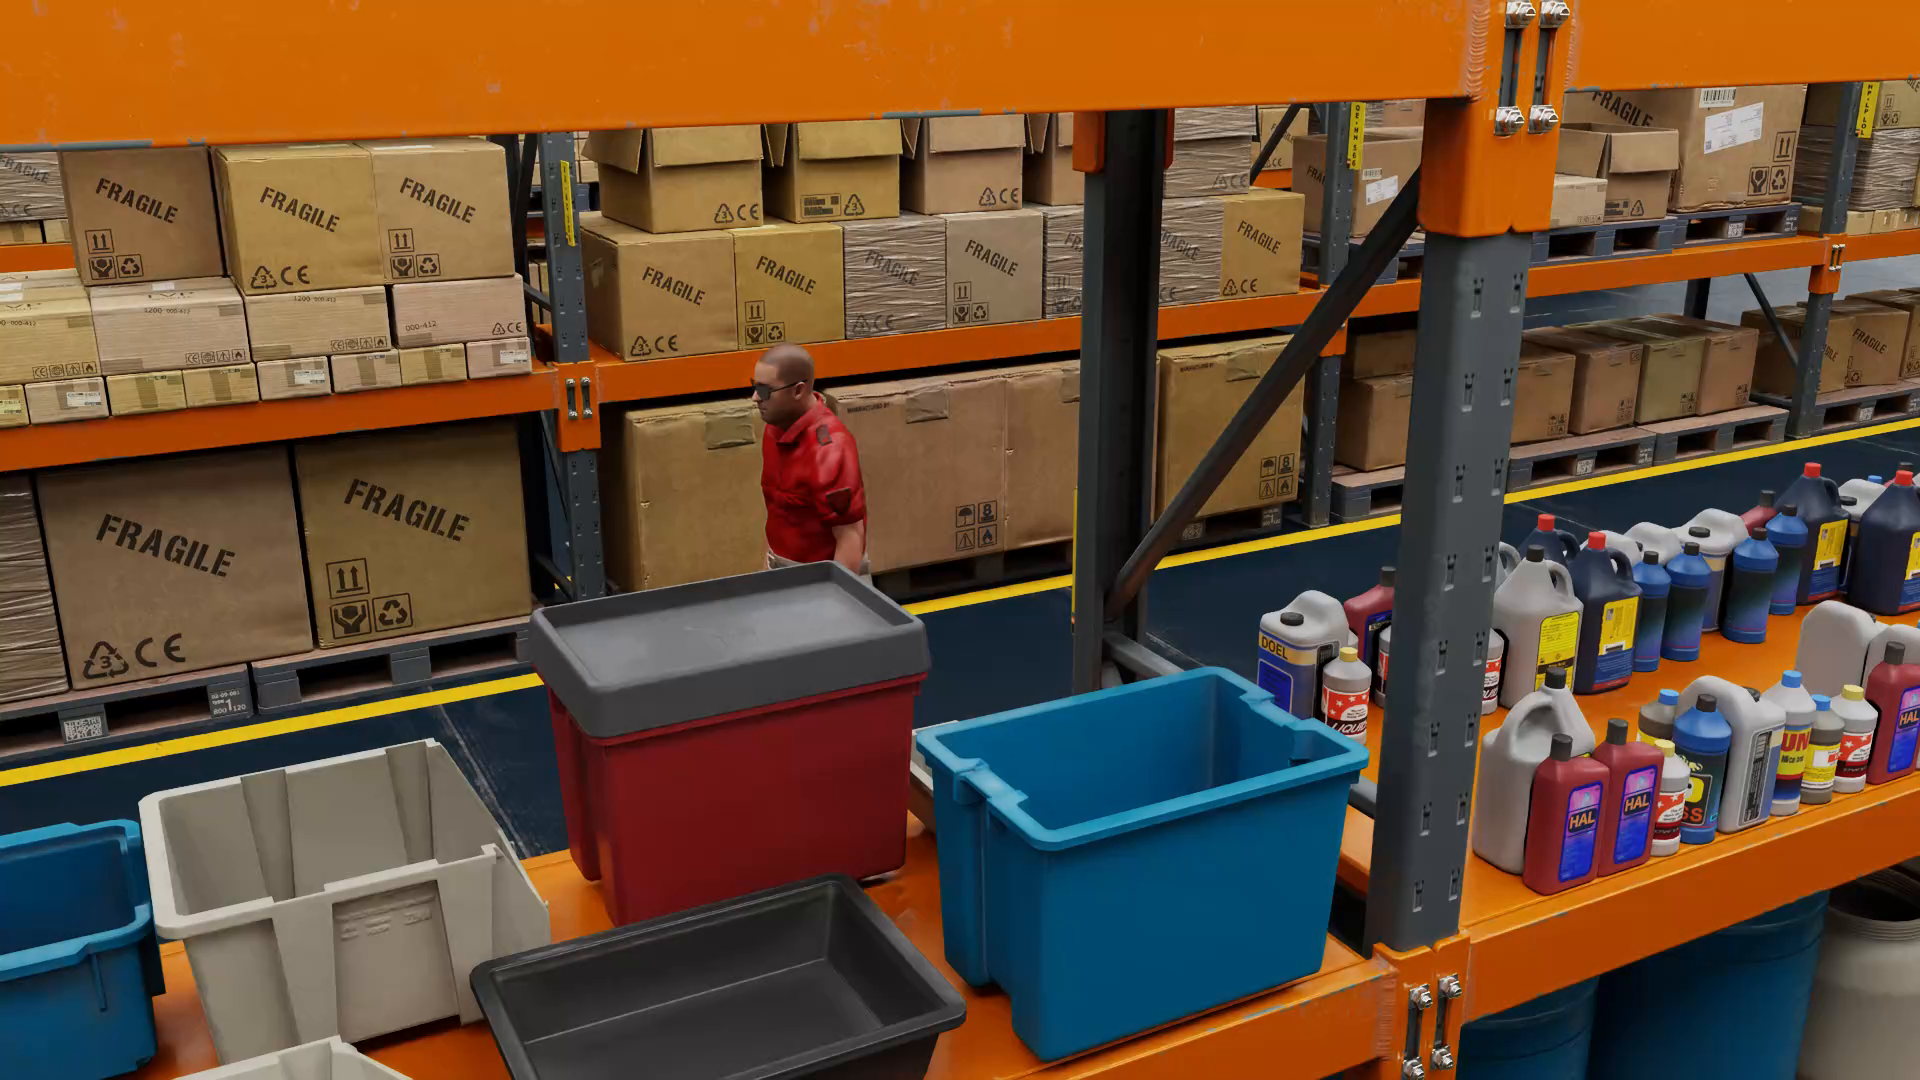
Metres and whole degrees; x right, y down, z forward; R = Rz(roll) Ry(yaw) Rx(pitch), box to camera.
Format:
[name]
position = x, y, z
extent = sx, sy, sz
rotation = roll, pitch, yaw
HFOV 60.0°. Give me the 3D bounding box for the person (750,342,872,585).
[person]
position = -0.507, 0.193, 5.498
extent = 0.394, 1.727, 0.587
rotation = -9, 21, -26
